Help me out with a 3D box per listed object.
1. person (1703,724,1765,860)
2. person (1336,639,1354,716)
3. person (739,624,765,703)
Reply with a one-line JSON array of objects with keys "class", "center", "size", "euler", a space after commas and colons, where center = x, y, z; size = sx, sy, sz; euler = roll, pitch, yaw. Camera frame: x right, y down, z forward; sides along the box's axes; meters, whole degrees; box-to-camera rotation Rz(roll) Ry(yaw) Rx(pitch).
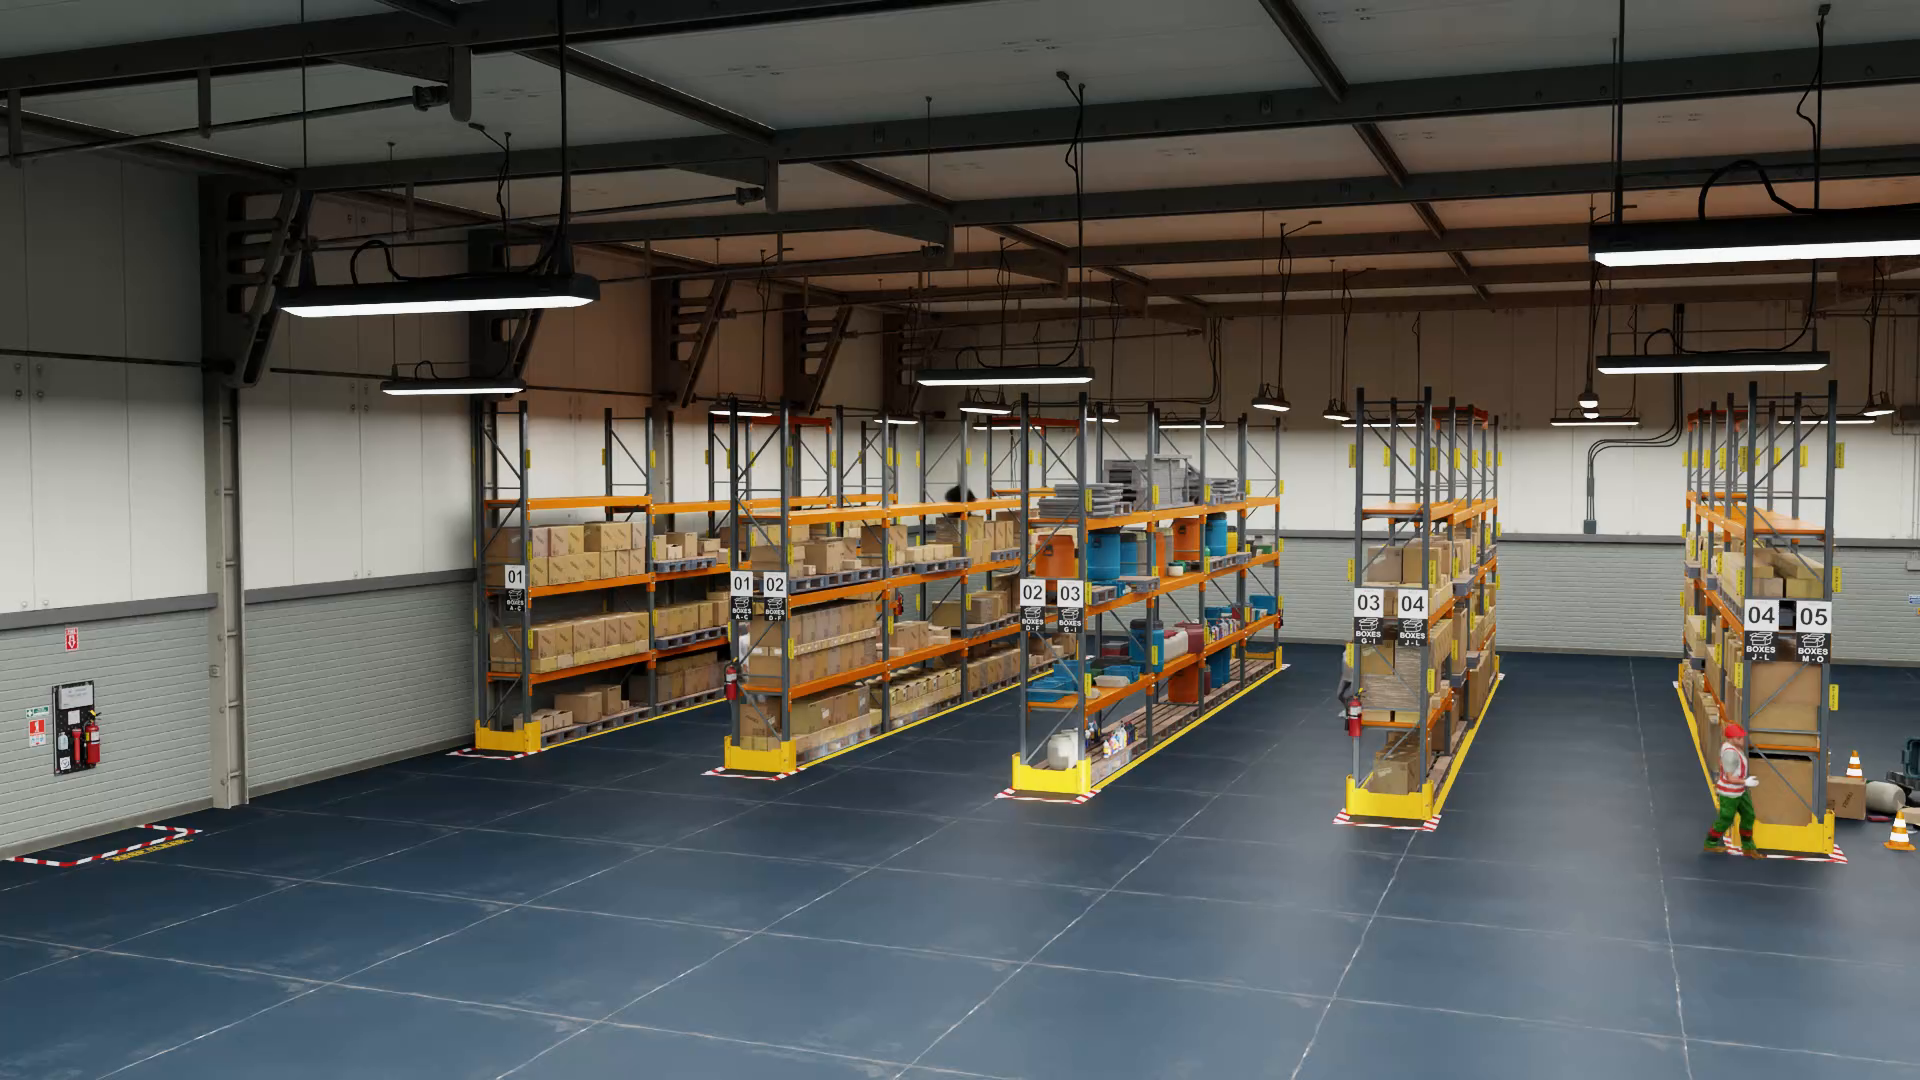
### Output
[{"class": "person", "center": [9.586, 3.139, 20.686], "size": [0.685, 1.776, 0.830], "euler": [2, 4, 38]}, {"class": "person", "center": [7.404, 2.671, 31.584], "size": [0.424, 1.606, 0.535], "euler": [-3, 4, -44]}, {"class": "person", "center": [-4.161, 2.560, 33.212], "size": [0.620, 1.783, 0.888], "euler": [0, 3, -8]}]
